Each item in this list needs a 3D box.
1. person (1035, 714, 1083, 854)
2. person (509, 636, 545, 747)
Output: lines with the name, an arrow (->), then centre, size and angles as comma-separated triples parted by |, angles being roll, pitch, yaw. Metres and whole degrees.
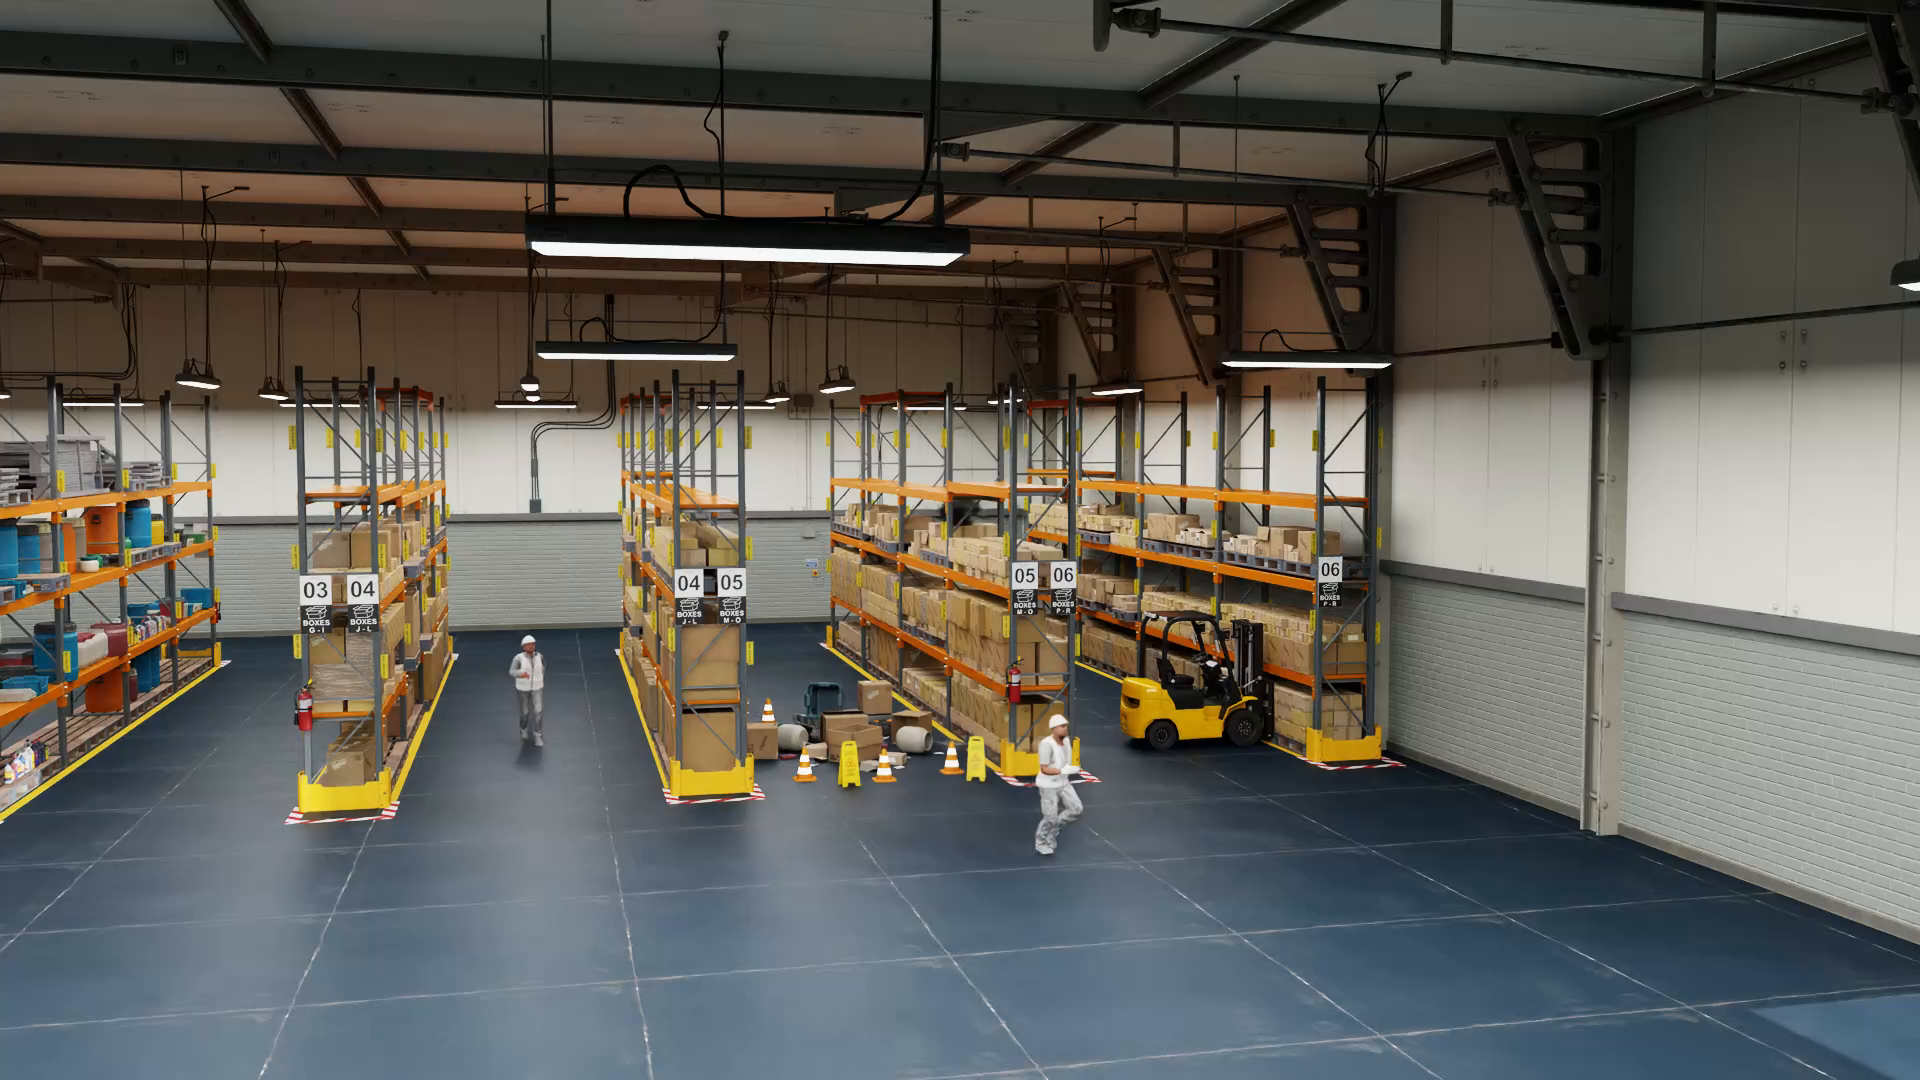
person -> 1.183, 2.933, 19.890 | 0.728, 1.721, 0.726 | 3, 4, 39
person -> -7.124, 2.411, 27.447 | 0.640, 1.678, 0.791 | -2, 4, -25
